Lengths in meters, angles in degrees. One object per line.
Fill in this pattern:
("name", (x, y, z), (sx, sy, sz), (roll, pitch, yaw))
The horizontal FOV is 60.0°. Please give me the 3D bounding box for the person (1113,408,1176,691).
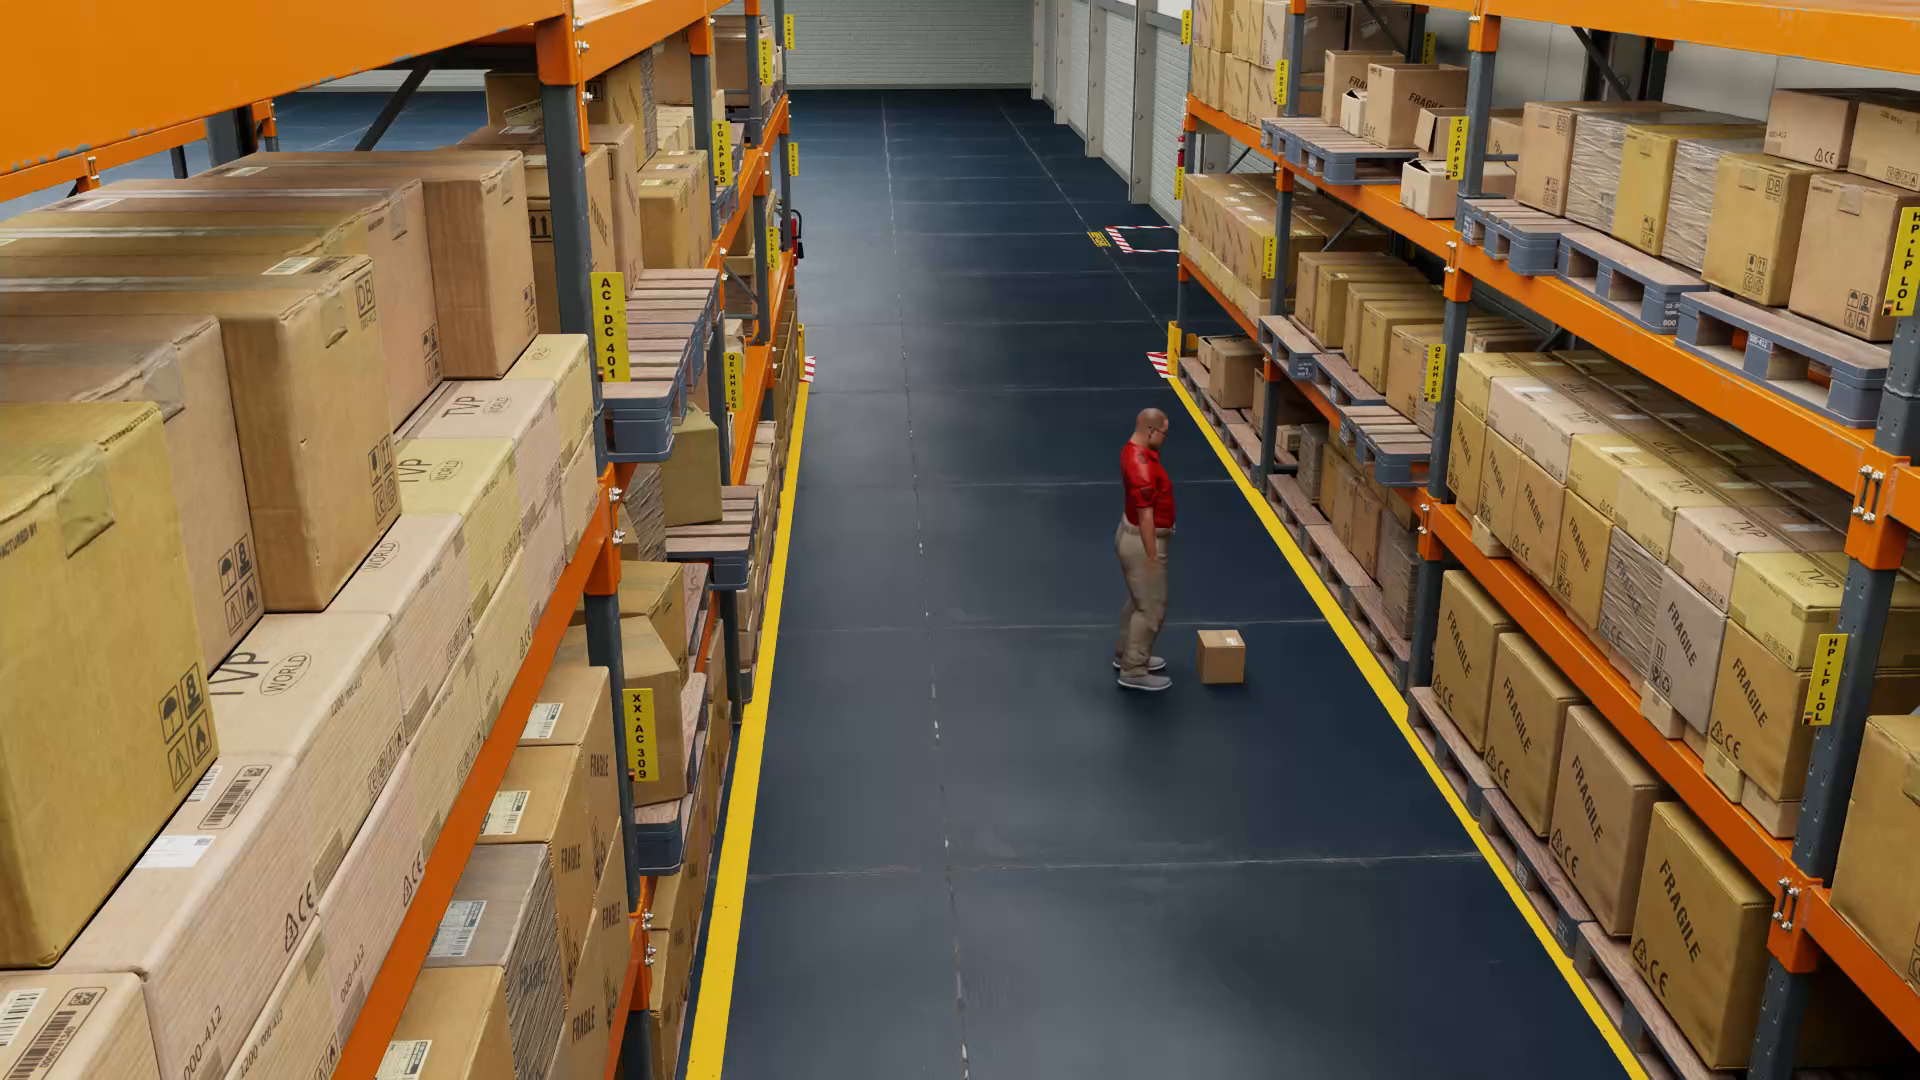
("person", (1.117, 0.037, 10.030), (0.357, 1.723, 0.532), (-1, 20, -2))
